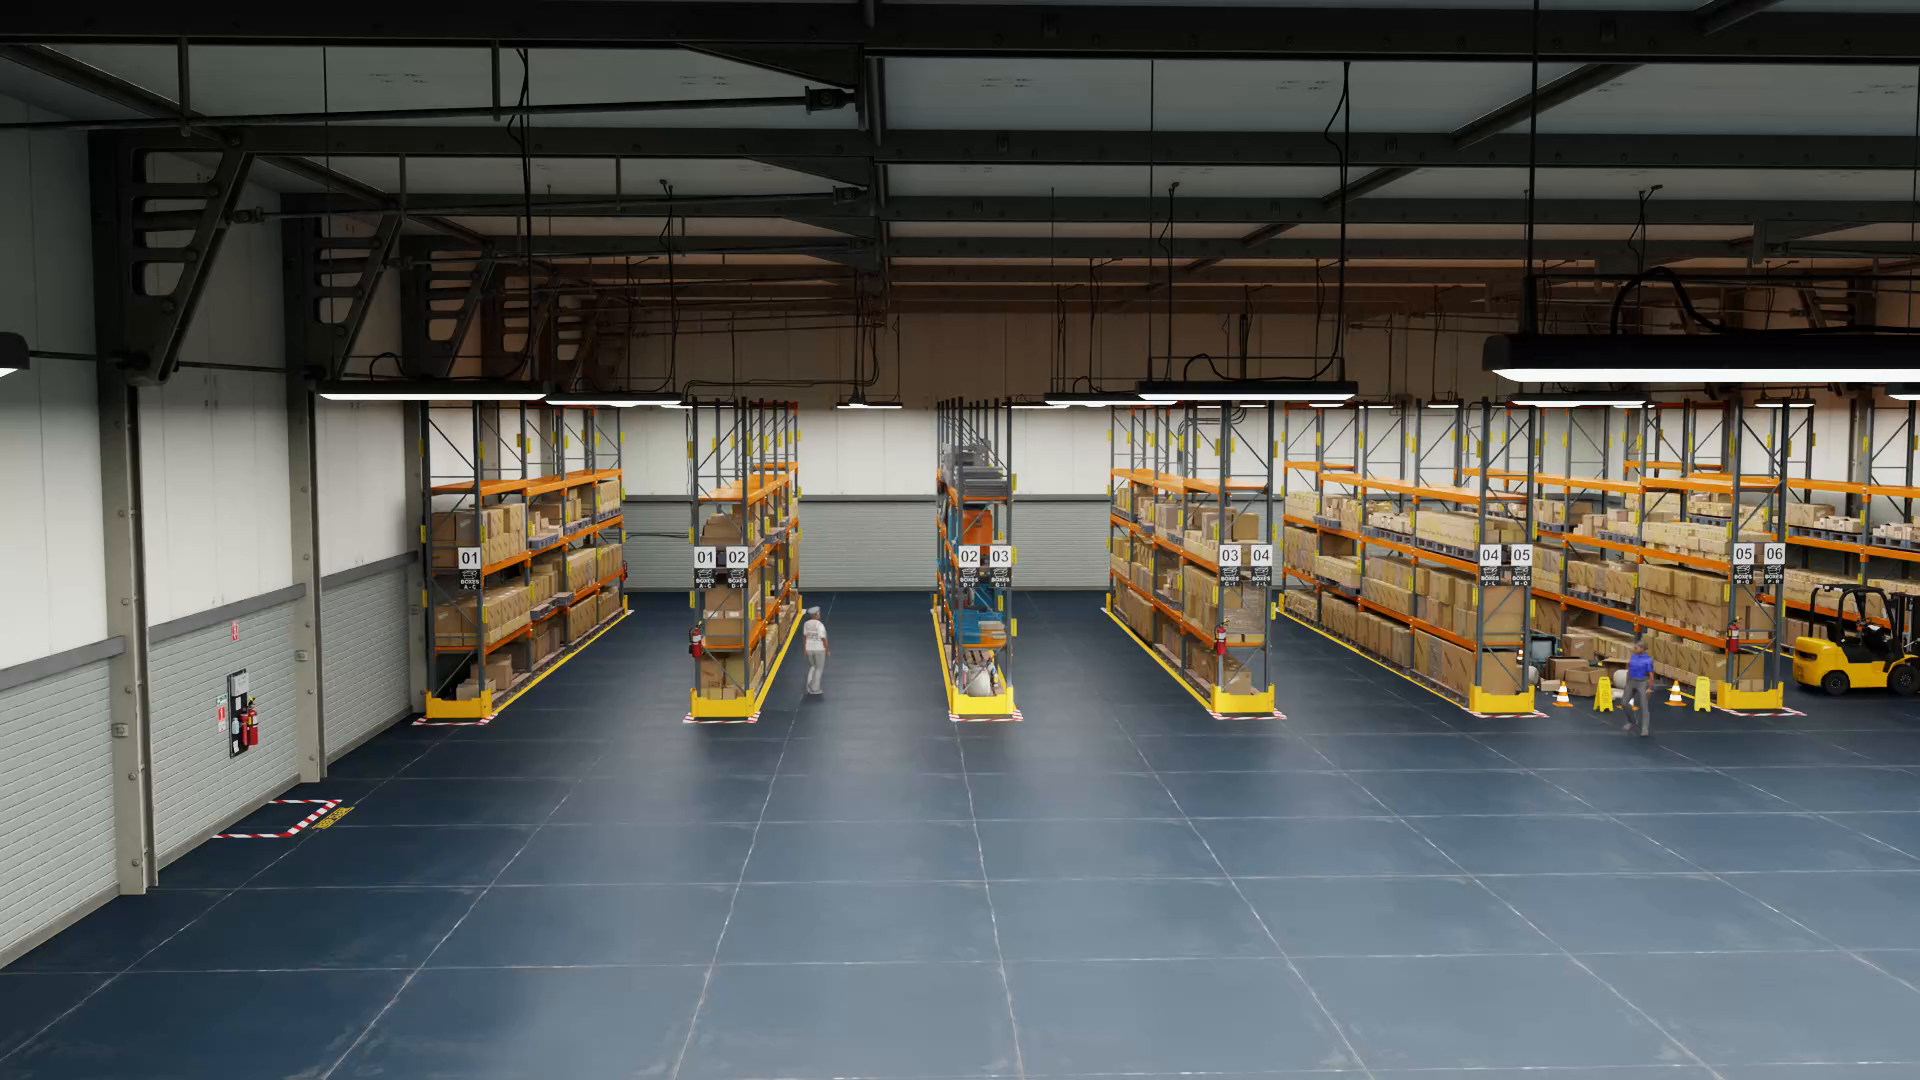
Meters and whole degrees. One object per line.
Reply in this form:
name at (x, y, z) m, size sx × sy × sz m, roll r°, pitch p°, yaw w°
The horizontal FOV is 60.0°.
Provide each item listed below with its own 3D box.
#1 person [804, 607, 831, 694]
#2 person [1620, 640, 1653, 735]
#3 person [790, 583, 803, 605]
person at (-2.889, 2.242, 33.651) m, size 0.558 × 1.805 × 0.465 m, roll 3°, pitch 5°, yaw 31°
person at (12.055, 2.608, 29.564) m, size 0.445 × 1.672 × 0.549 m, roll -4°, pitch 6°, yaw -43°
person at (-5.121, 1.098, 48.528) m, size 1.072 × 1.742 × 0.605 m, roll 1°, pitch 5°, yaw 17°
